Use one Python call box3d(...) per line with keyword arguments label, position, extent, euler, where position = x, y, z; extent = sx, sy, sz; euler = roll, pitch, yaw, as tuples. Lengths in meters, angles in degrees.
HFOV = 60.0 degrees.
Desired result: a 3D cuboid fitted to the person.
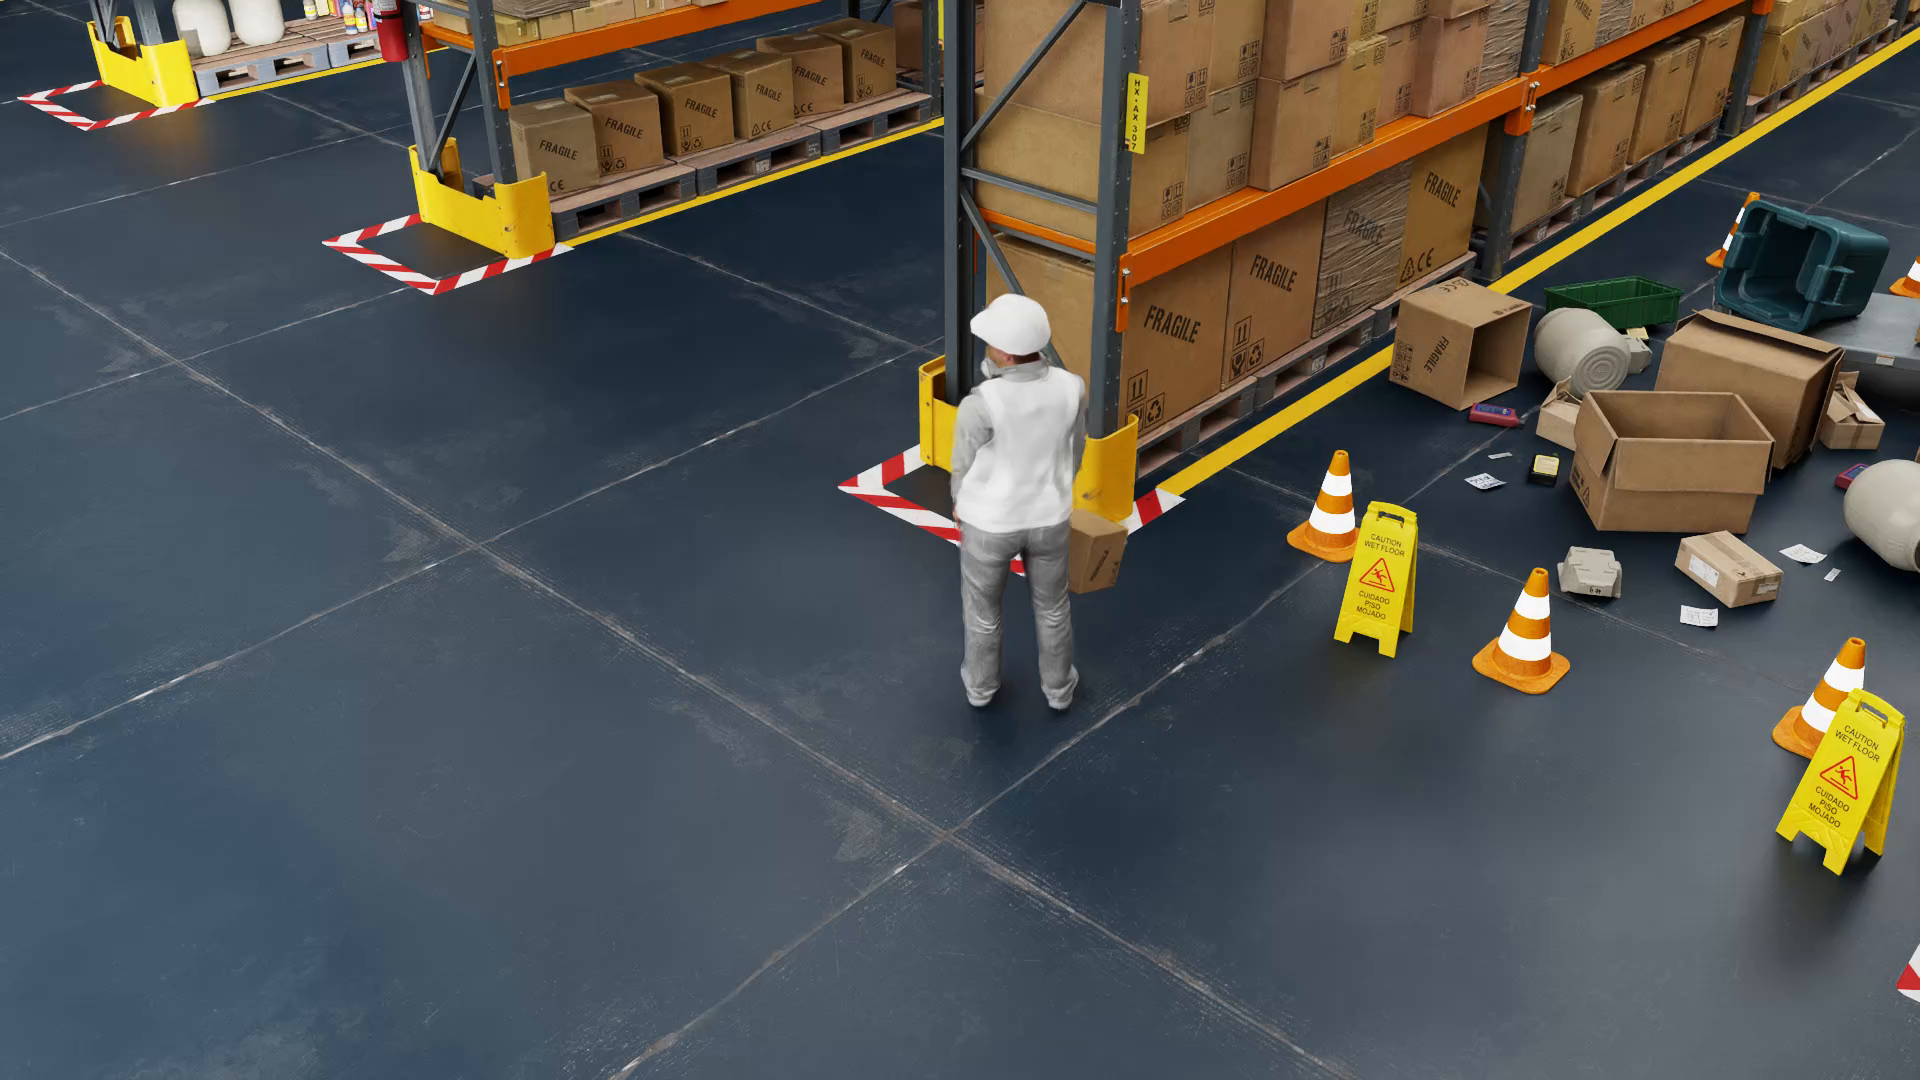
box3d(label="person", position=(0.217, -0.131, 6.291), extent=(0.583, 1.771, 0.486), euler=(-12, 33, -18))
